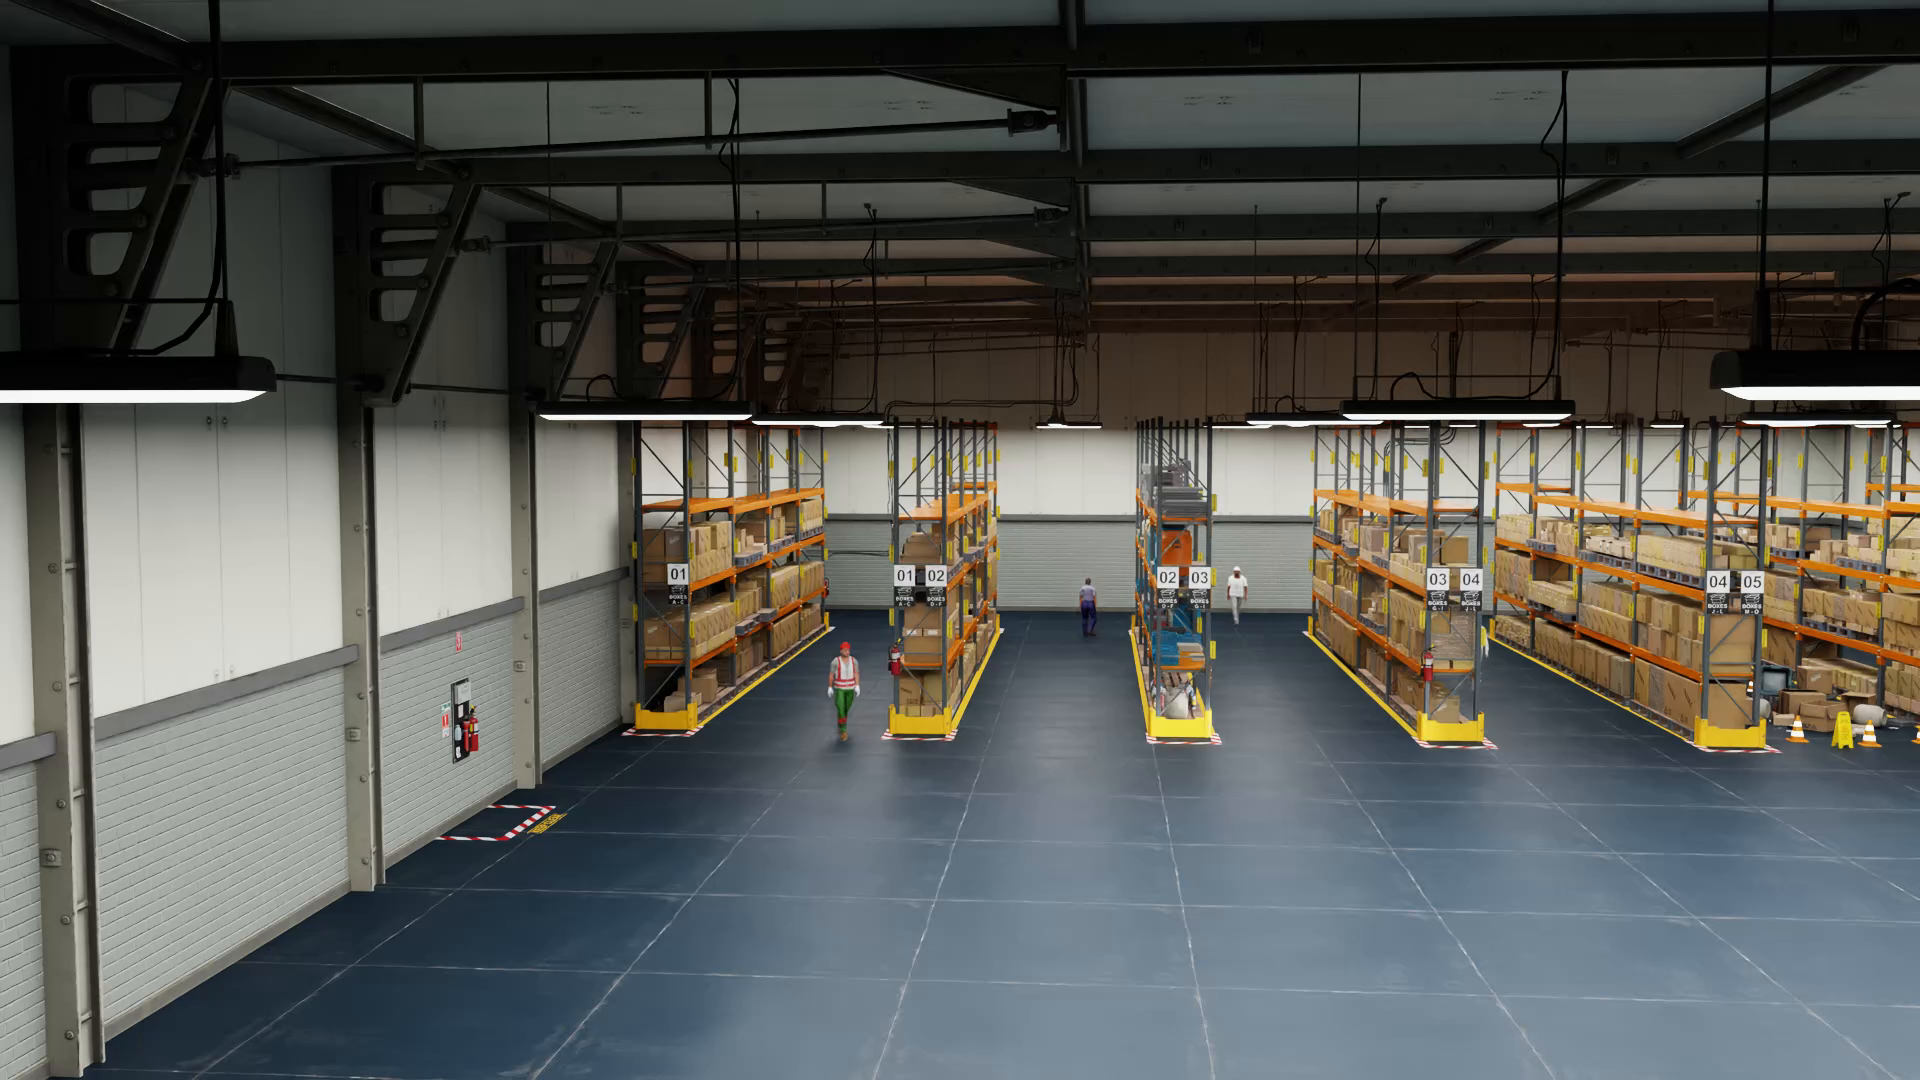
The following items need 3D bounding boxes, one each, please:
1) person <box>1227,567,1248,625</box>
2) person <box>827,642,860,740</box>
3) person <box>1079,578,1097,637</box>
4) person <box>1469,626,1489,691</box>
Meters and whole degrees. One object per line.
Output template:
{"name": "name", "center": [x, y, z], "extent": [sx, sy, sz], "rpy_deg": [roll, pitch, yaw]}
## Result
{"name": "person", "center": [8.263, 1.638, 49.371], "extent": [0.534, 1.706, 1.105], "rpy_deg": [0, 4, -6]}
{"name": "person", "center": [-2.136, 2.791, 31.107], "extent": [0.574, 1.755, 0.893], "rpy_deg": [-2, 4, -27]}
{"name": "person", "center": [3.575, 1.877, 46.396], "extent": [0.533, 1.649, 0.481], "rpy_deg": [2, 4, 22]}
{"name": "person", "center": [11.457, 2.489, 36.935], "extent": [0.538, 1.707, 0.610], "rpy_deg": [0, 4, 6]}
